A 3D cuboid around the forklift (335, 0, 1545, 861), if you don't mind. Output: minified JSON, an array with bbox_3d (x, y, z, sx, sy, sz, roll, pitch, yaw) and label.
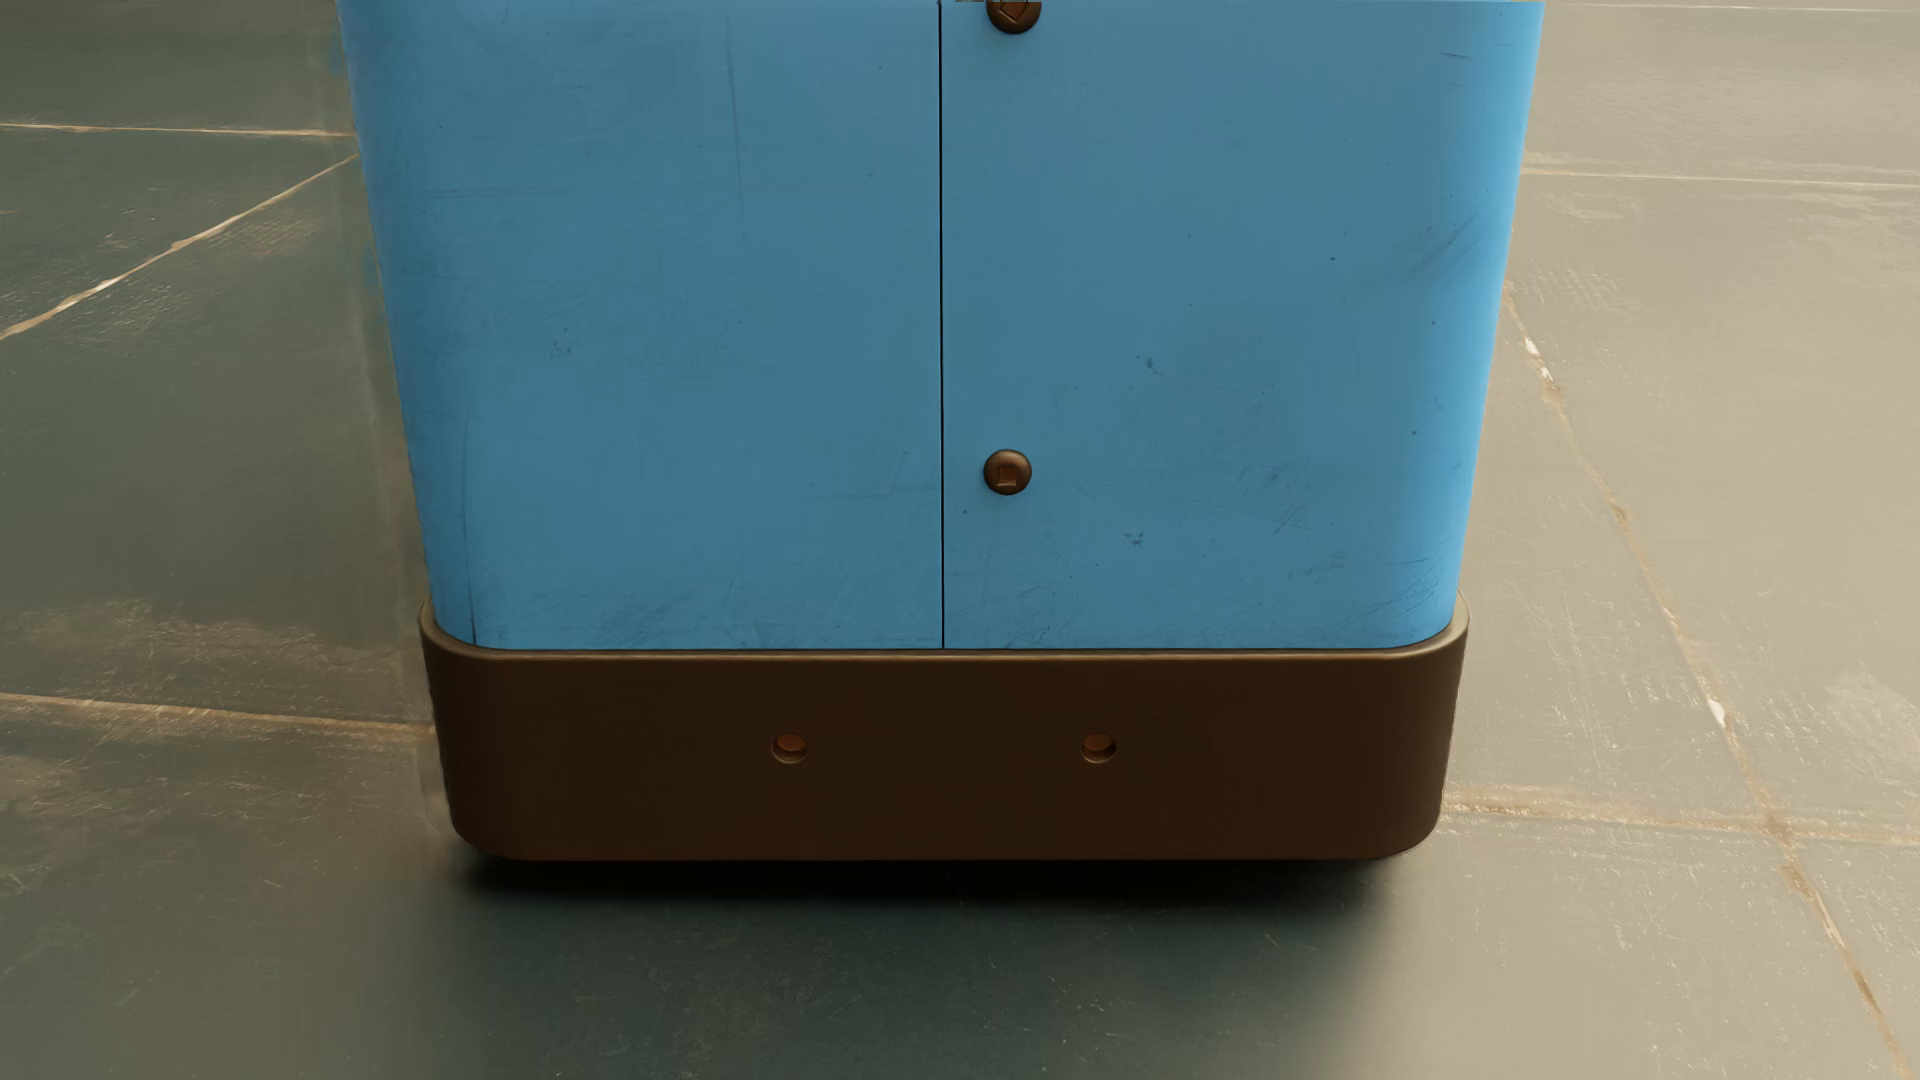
[{"bbox_3d":[-0.019,-1.598,2.419,1.130,2.935,3.031,0,27,0],"label":"forklift"}]
